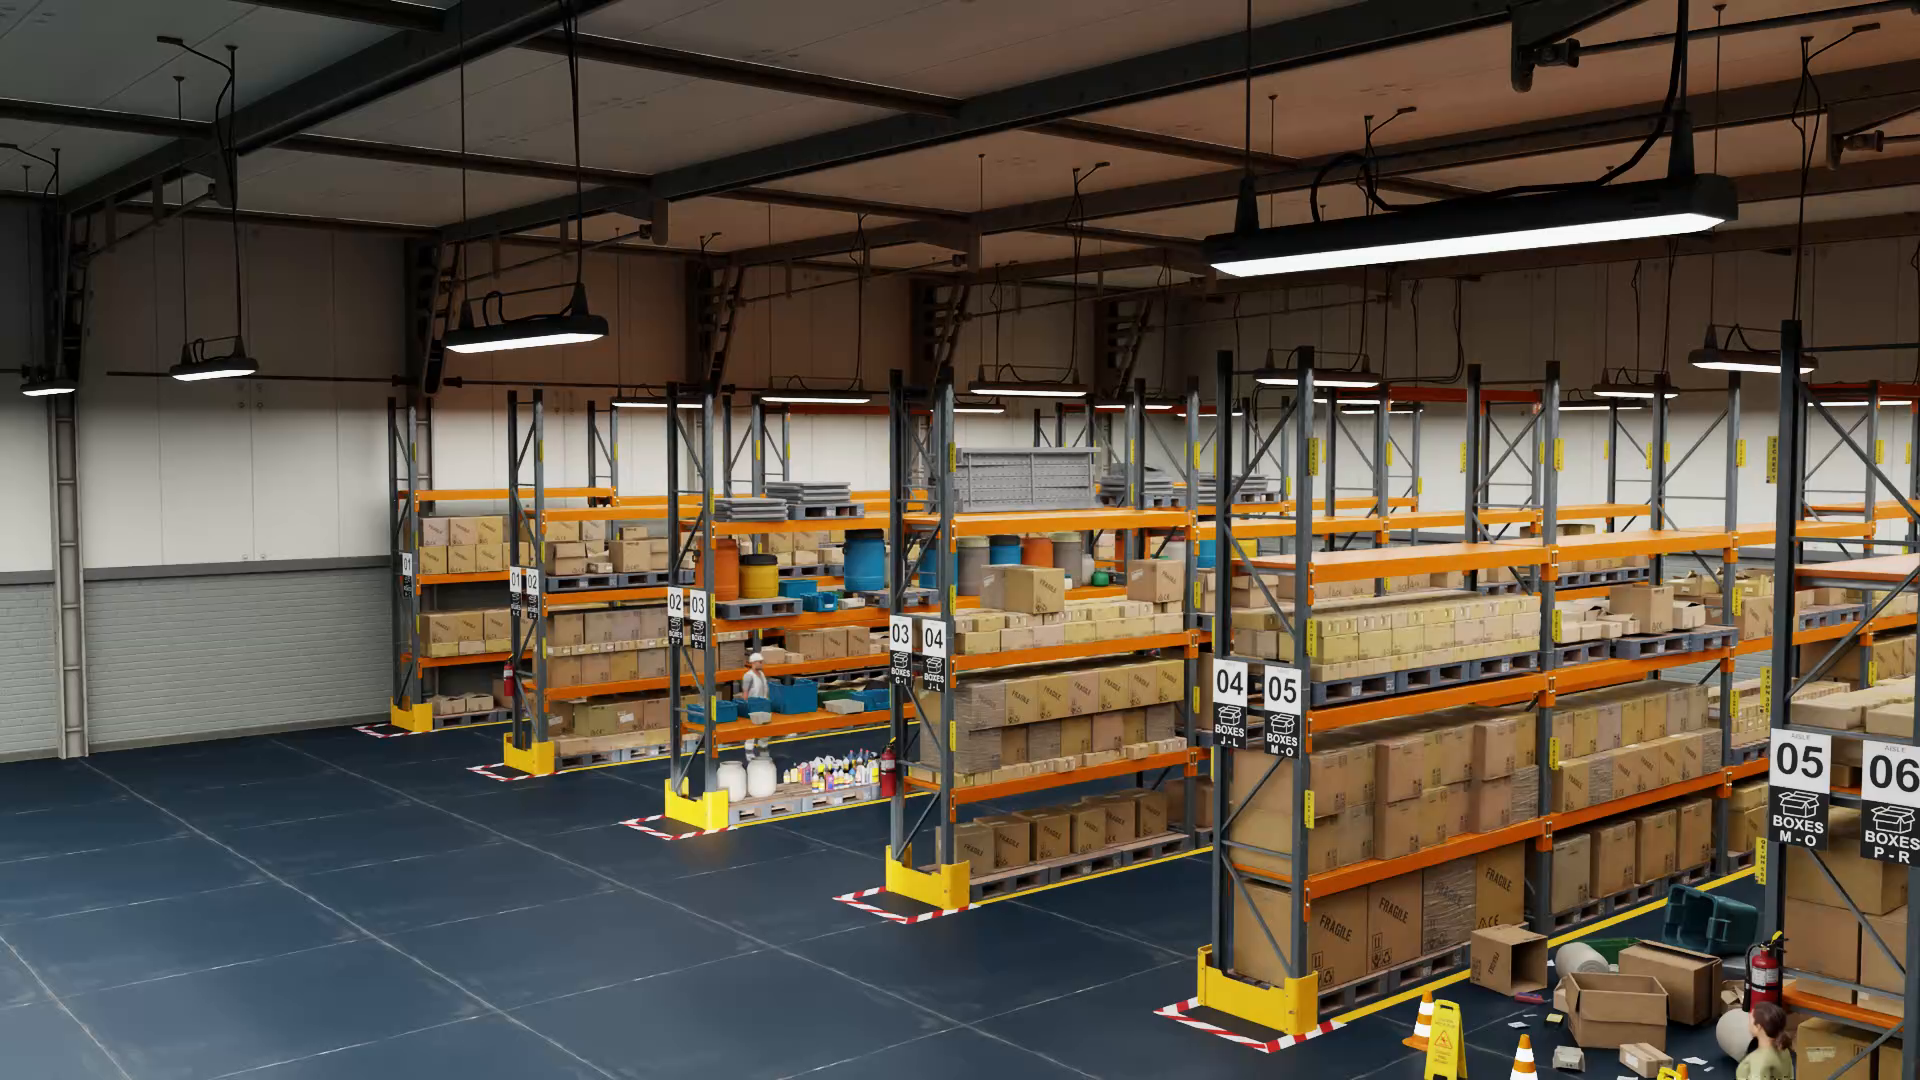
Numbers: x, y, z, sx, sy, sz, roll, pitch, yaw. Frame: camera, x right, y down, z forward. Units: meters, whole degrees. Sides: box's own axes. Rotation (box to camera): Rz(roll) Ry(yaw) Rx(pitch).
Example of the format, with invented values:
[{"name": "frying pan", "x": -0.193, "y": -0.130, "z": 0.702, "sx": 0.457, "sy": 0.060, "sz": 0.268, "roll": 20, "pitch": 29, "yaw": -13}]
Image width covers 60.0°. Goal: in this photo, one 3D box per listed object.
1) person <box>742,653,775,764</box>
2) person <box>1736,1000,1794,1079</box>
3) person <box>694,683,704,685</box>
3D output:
[{"name": "person", "x": -3.258, "y": 2.731, "z": 26.696, "sx": 0.407, "sy": 1.829, "sz": 0.614, "roll": 2, "pitch": 4, "yaw": 30}, {"name": "person", "x": 5.116, "y": 3.726, "z": 10.420, "sx": 0.837, "sy": 1.654, "sz": 0.436, "roll": 1, "pitch": 4, "yaw": 19}, {"name": "person", "x": -4.970, "y": 2.526, "z": 31.553, "sx": 0.505, "sy": 1.775, "sz": 0.355, "roll": -2, "pitch": 4, "yaw": -36}]
